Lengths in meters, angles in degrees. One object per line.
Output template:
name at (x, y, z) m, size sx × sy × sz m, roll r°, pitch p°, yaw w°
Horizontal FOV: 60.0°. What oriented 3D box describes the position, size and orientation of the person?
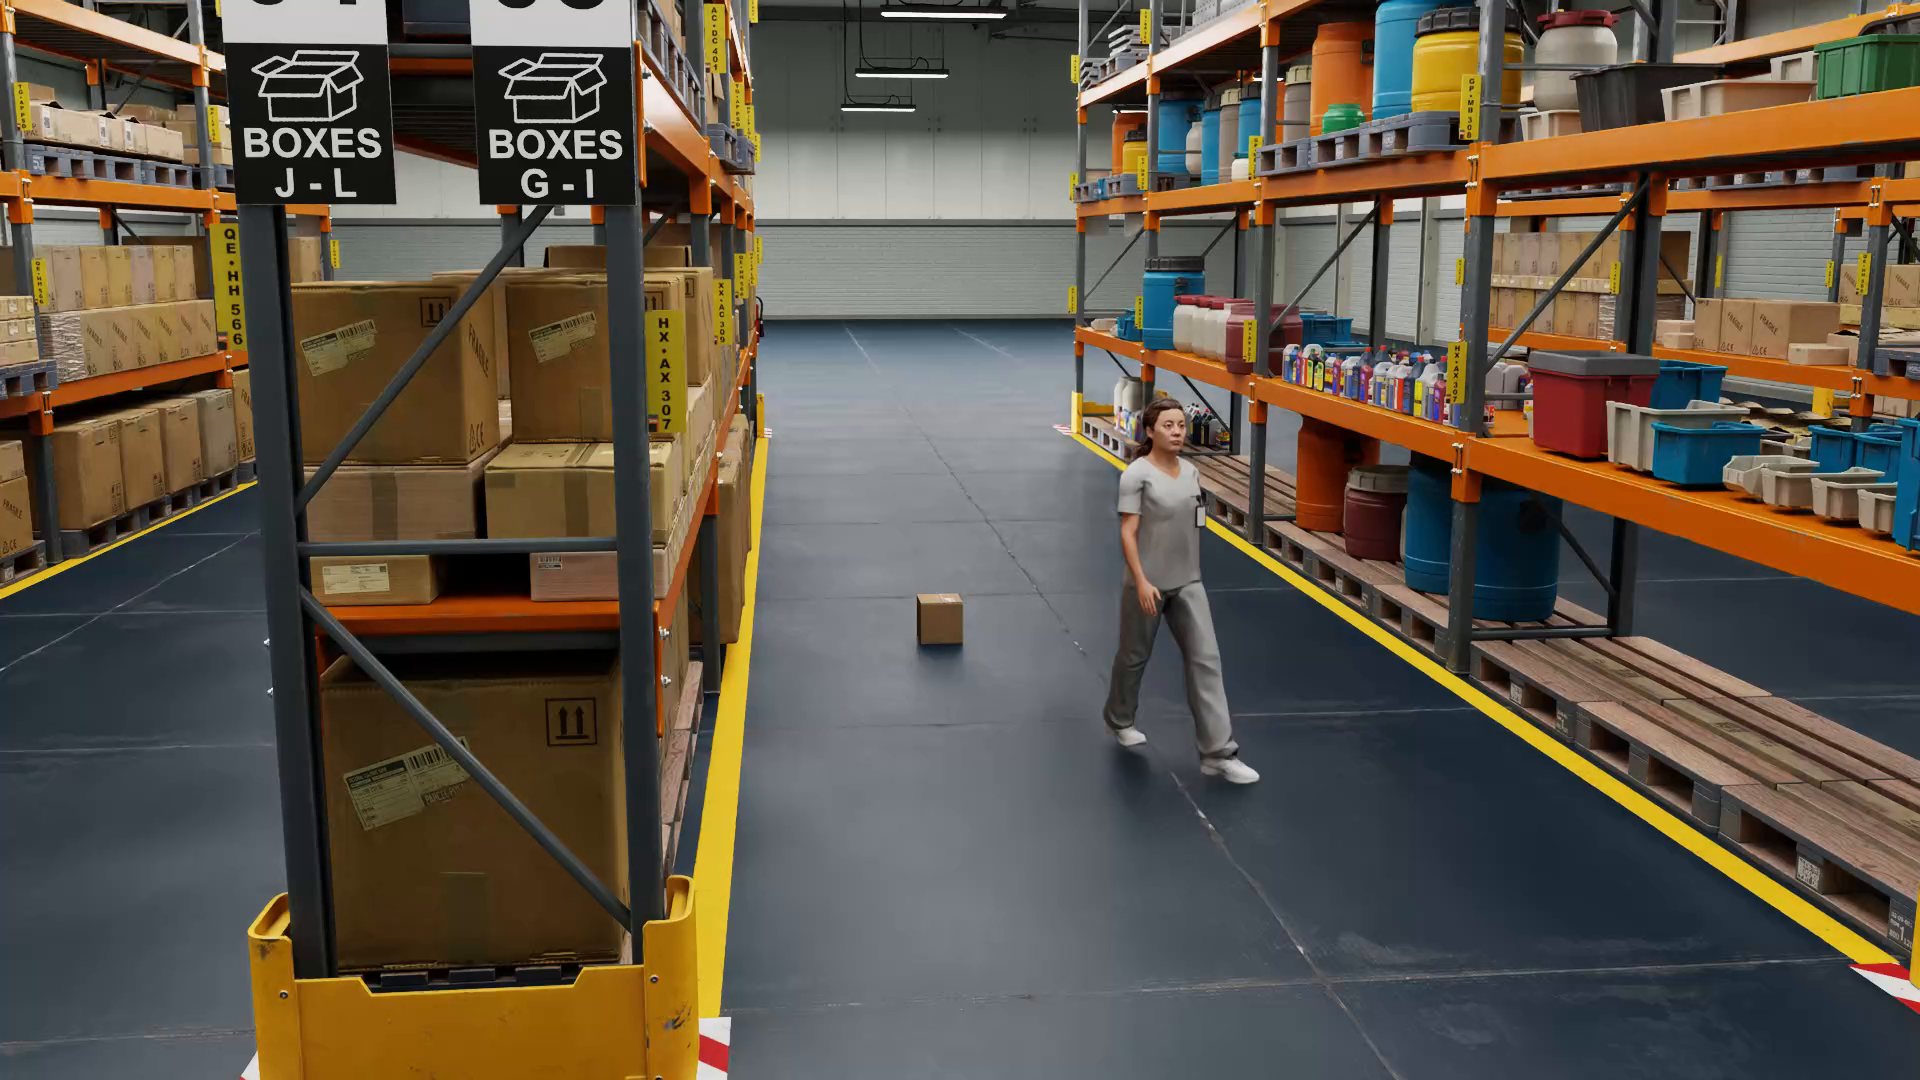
person at (0.923, 0.193, 7.271) m, size 0.471 × 1.607 × 0.985 m, roll -5°, pitch 11°, yaw -24°
